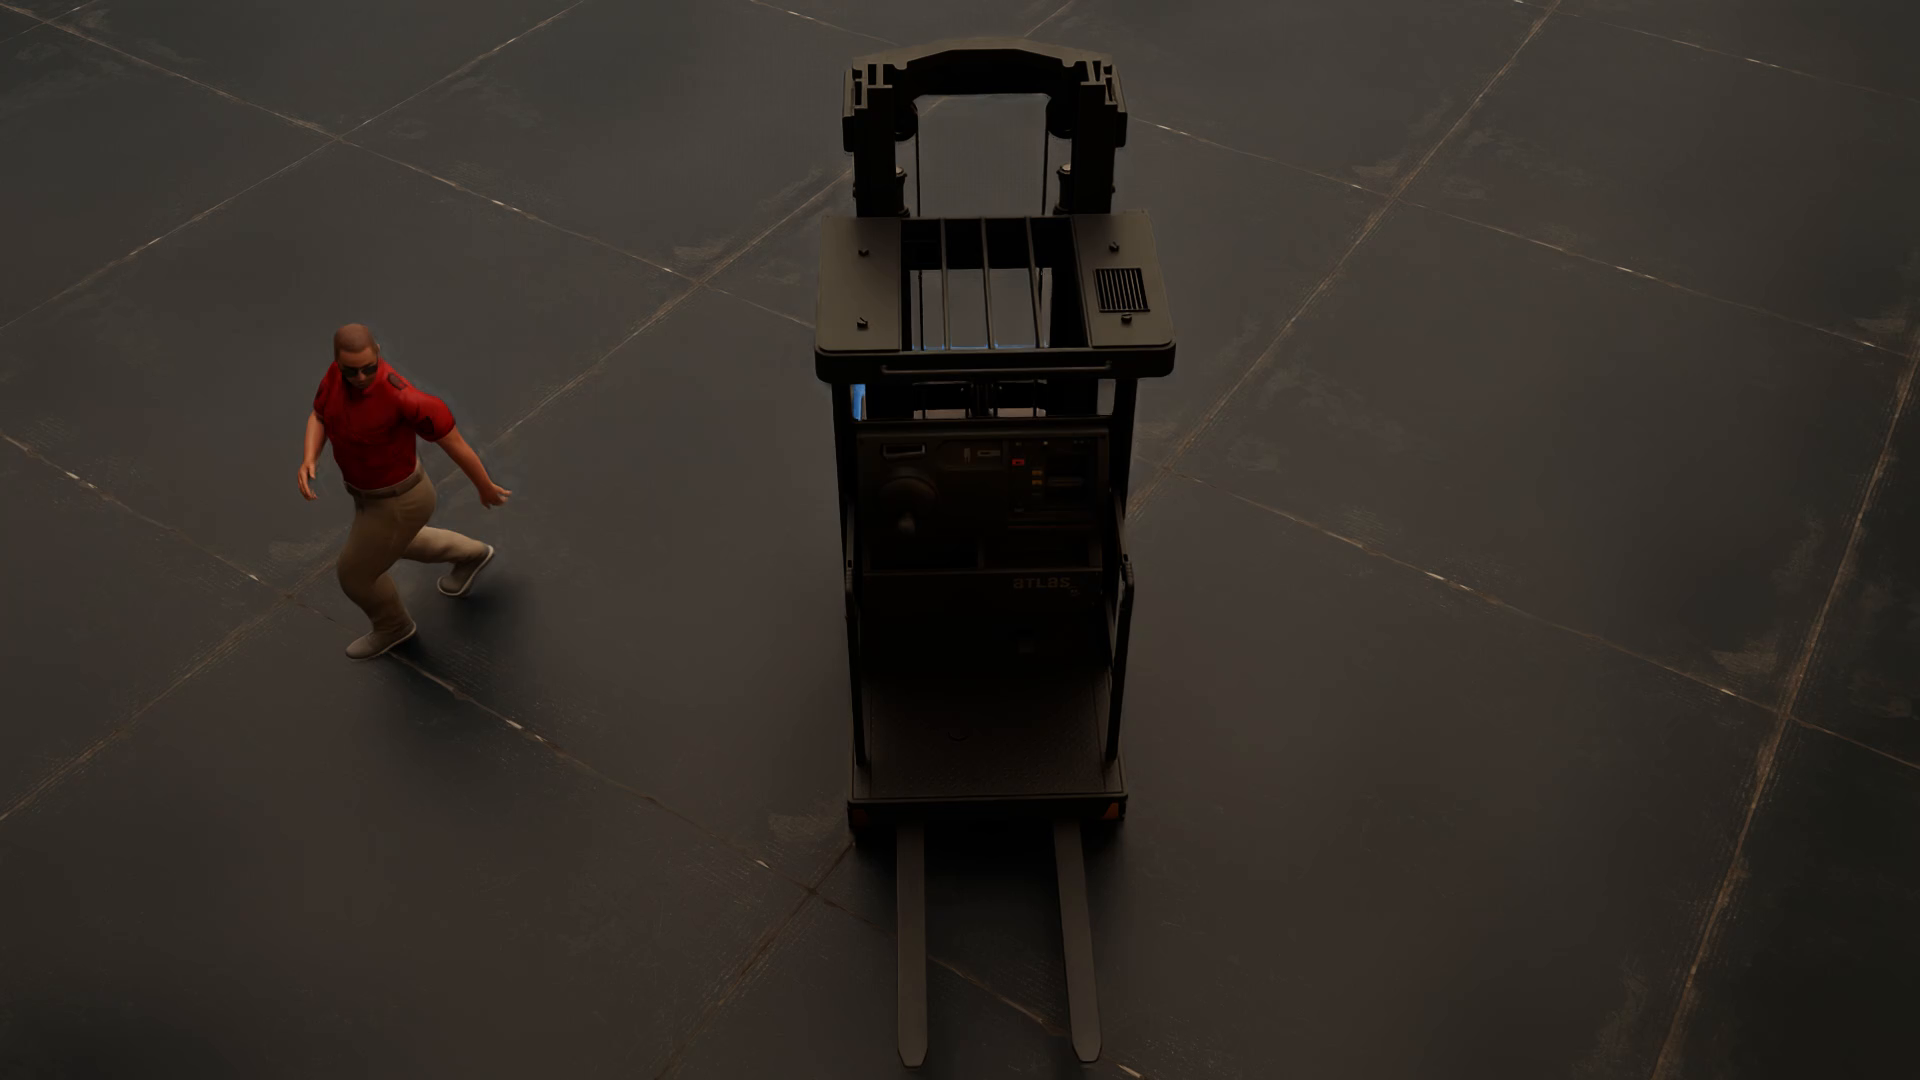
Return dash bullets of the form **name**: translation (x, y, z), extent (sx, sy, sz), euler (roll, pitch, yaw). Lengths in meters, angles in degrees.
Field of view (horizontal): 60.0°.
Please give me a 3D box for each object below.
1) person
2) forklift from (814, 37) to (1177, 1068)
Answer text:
- **person**: translation (-2.399, -0.231, 7.046), extent (0.842, 1.651, 0.598), euler (-23, 48, -22)
- **forklift**: translation (0.094, -0.131, 5.987), extent (1.130, 2.935, 3.031), euler (-1, 43, -1)
